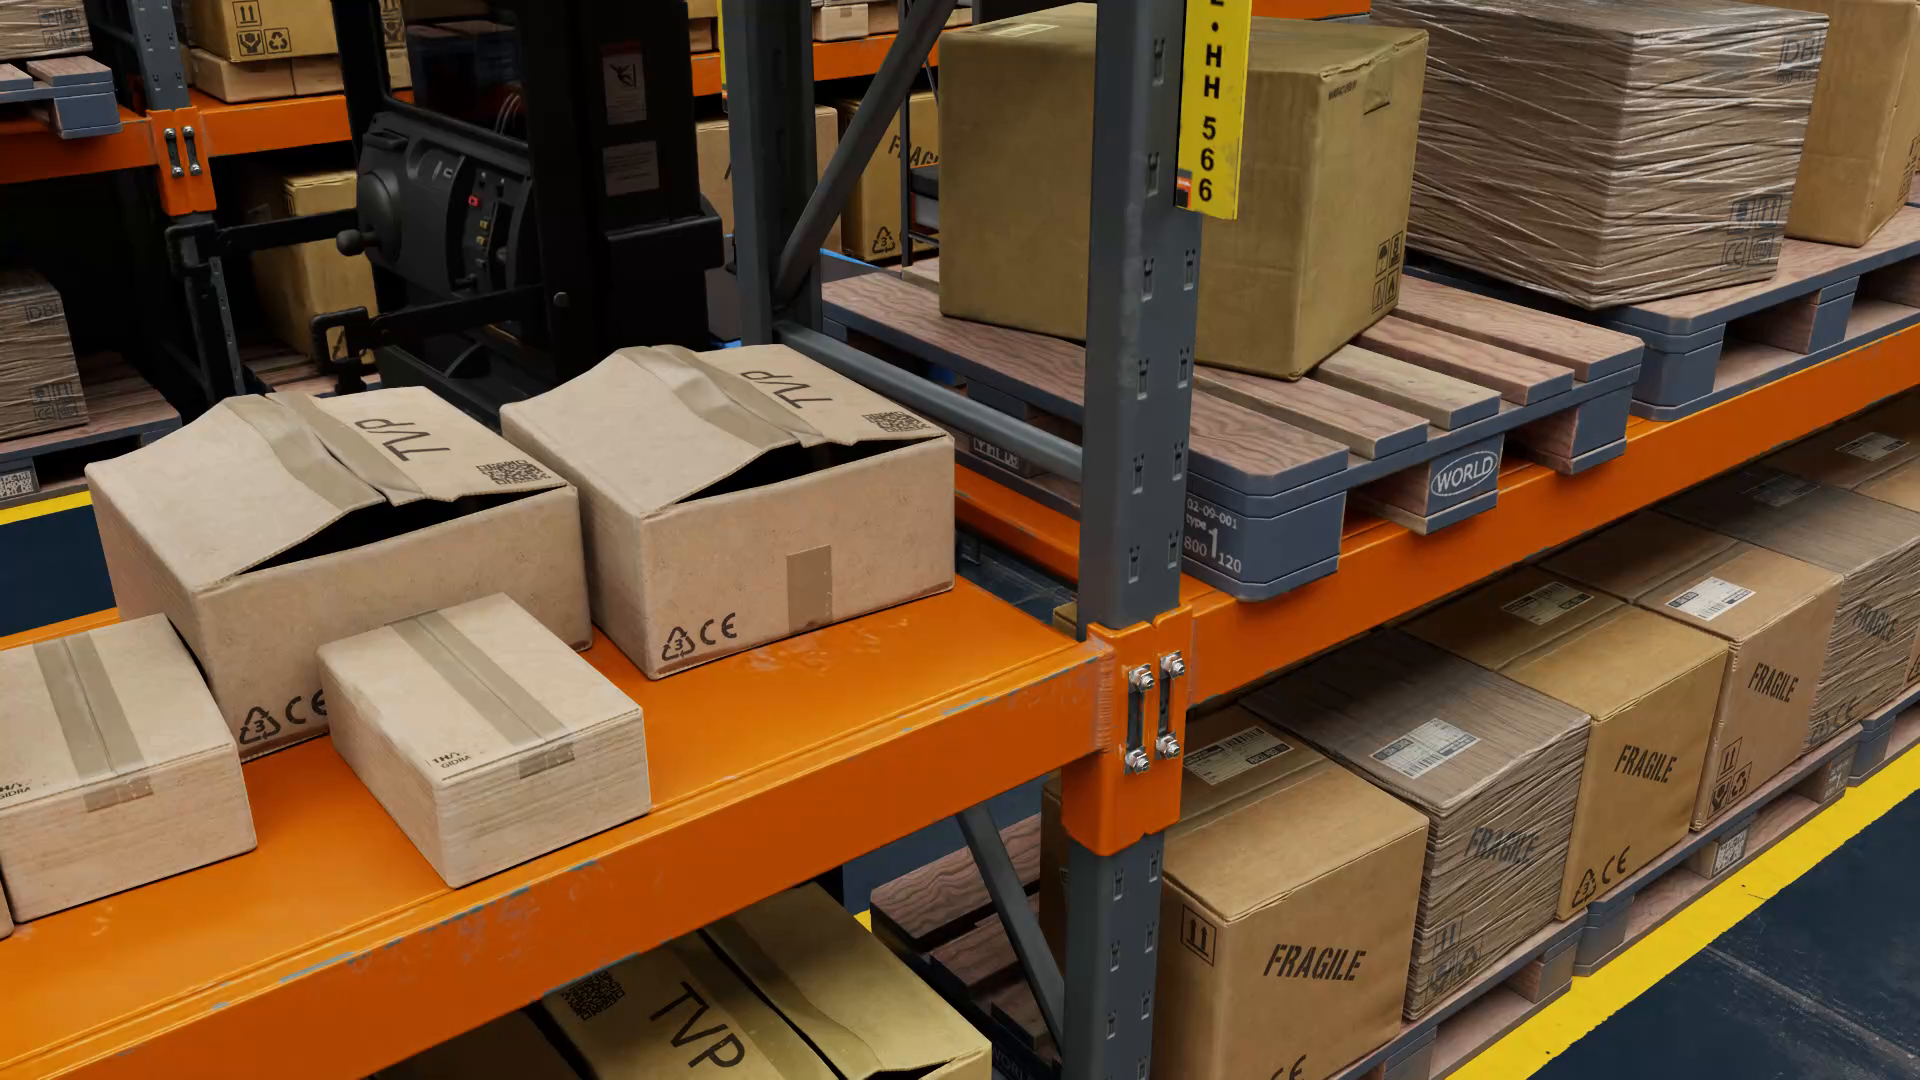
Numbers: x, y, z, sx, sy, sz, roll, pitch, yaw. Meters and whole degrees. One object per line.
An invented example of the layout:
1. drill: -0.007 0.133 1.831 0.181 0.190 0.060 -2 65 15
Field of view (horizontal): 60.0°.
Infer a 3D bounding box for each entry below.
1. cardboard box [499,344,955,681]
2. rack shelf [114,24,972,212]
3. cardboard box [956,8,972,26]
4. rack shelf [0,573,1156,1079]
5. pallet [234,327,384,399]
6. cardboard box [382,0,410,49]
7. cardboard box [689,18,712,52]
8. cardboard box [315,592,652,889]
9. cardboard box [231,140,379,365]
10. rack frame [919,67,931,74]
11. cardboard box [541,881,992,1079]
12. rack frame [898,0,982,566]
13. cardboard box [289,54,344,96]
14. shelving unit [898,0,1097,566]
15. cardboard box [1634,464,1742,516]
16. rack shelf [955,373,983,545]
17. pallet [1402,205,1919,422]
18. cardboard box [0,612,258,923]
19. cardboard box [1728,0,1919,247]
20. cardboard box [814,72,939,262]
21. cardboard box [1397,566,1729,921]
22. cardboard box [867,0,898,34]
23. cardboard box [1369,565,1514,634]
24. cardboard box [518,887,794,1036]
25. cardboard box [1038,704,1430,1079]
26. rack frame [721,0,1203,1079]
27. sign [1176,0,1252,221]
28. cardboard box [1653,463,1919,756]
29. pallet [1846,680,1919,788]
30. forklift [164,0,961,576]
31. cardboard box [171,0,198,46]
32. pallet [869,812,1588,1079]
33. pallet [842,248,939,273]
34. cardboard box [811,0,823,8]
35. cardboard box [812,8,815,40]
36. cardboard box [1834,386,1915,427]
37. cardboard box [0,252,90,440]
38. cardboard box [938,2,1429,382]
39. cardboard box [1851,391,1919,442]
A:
1. cardboard box: -0.352 -0.092 2.492 0.500 0.311 0.500 -16 29 -31
2. rack shelf: -1.524 -2.046 7.450 4.000 0.370 1.077 -18 31 -34
3. cardboard box: -0.042 -2.606 8.076 0.250 0.149 0.380 -18 30 -34
4. rack shelf: -1.612 0.633 1.678 4.000 0.370 1.077 -18 31 -34
5. pallet: -2.431 -0.768 7.154 1.213 0.211 1.003 -18 31 -34
6. cardboard box: -2.140 -2.217 6.467 0.500 0.500 0.500 -17 30 -32
7. cardboard box: -1.285 -2.225 7.255 0.250 0.149 0.380 -17 30 -32
8. cardboard box: -0.576 0.226 1.998 0.250 0.149 0.380 -18 31 -34
9. cardboard box: -2.439 -1.216 6.861 0.750 0.750 0.750 -19 31 -35
10. rack frame: 0.050 -2.892 8.418 0.127 3.000 1.000 -18 31 -34
11. cardboard box: -0.299 0.807 2.549 0.500 0.311 0.500 -17 30 -33
12. rack frame: -0.062 -0.932 5.264 0.015 2.100 0.400 -18 31 -34
13. cardboard box: -2.492 -1.819 6.382 0.250 0.149 0.380 -18 30 -33
14. shelving unit: 0.130 -0.995 5.401 0.503 2.100 0.431 -18 31 -34
15. cardboard box: 1.767 -0.003 4.640 0.500 0.500 0.500 -18 30 -33
16. rack shelf: 0.130 -0.348 5.701 0.480 0.518 0.431 -18 31 -34
17. pallet: 1.489 -0.633 3.778 1.213 0.211 1.003 -18 31 -34
18. cardboard box: -1.007 0.251 1.944 0.250 0.149 0.380 -16 29 -30
19. cardboard box: 1.757 -1.008 3.742 0.700 0.500 0.500 18 30 33
20. cardboard box: -0.382 -1.895 8.326 0.750 0.750 0.750 -18 30 -33
21. cardboard box: 1.302 0.431 3.704 0.500 0.500 0.500 -19 31 -35
22. cardboard box: -0.457 -2.480 7.805 0.250 0.149 0.380 -17 30 -32
23. cardboard box: 0.960 0.266 4.060 0.500 0.500 0.500 -20 31 -36
24. cardboard box: -0.632 0.628 2.934 0.500 0.311 0.500 -17 30 -32
25. cardboard box: 0.496 0.698 3.130 0.500 0.500 0.500 -17 30 -32
26. rack frame: -0.038 -0.213 2.646 0.127 3.000 1.000 -18 31 -34
27. sign: 0.307 -0.555 2.008 0.005 0.325 0.100 -18 31 -34
28. cardboard box: 2.109 0.161 4.286 0.500 0.500 0.500 -18 30 -33
29. pallet: 2.492 0.237 4.989 1.213 0.211 1.003 -18 31 -34
30. forklift: -1.451 -0.815 4.024 3.031 2.935 1.130 -20 31 -36
31. cardboard box: -2.889 -2.252 6.544 0.500 0.500 0.500 -18 30 -34
32. pallet: 0.572 0.871 3.624 1.213 0.211 1.003 -18 31 -34
33. pallet: -0.511 -1.402 8.520 1.213 0.211 1.003 -18 31 -34
34. cardboard box: -0.954 -2.614 7.324 0.500 0.500 0.500 -18 30 -34
35. cardboard box: -0.862 -2.350 7.525 0.250 0.149 0.380 -18 31 -34
36. cardboard box: 2.578 -0.273 5.221 0.500 0.500 0.500 -20 31 -36
37. cardboard box: -3.633 -0.714 6.173 0.500 0.500 0.700 -18 30 -33
38. cardboard box: 0.388 -0.650 2.969 0.700 0.500 0.500 15 29 29
39. cardboard box: 2.898 -0.095 4.837 0.500 0.500 0.500 -18 31 -34
